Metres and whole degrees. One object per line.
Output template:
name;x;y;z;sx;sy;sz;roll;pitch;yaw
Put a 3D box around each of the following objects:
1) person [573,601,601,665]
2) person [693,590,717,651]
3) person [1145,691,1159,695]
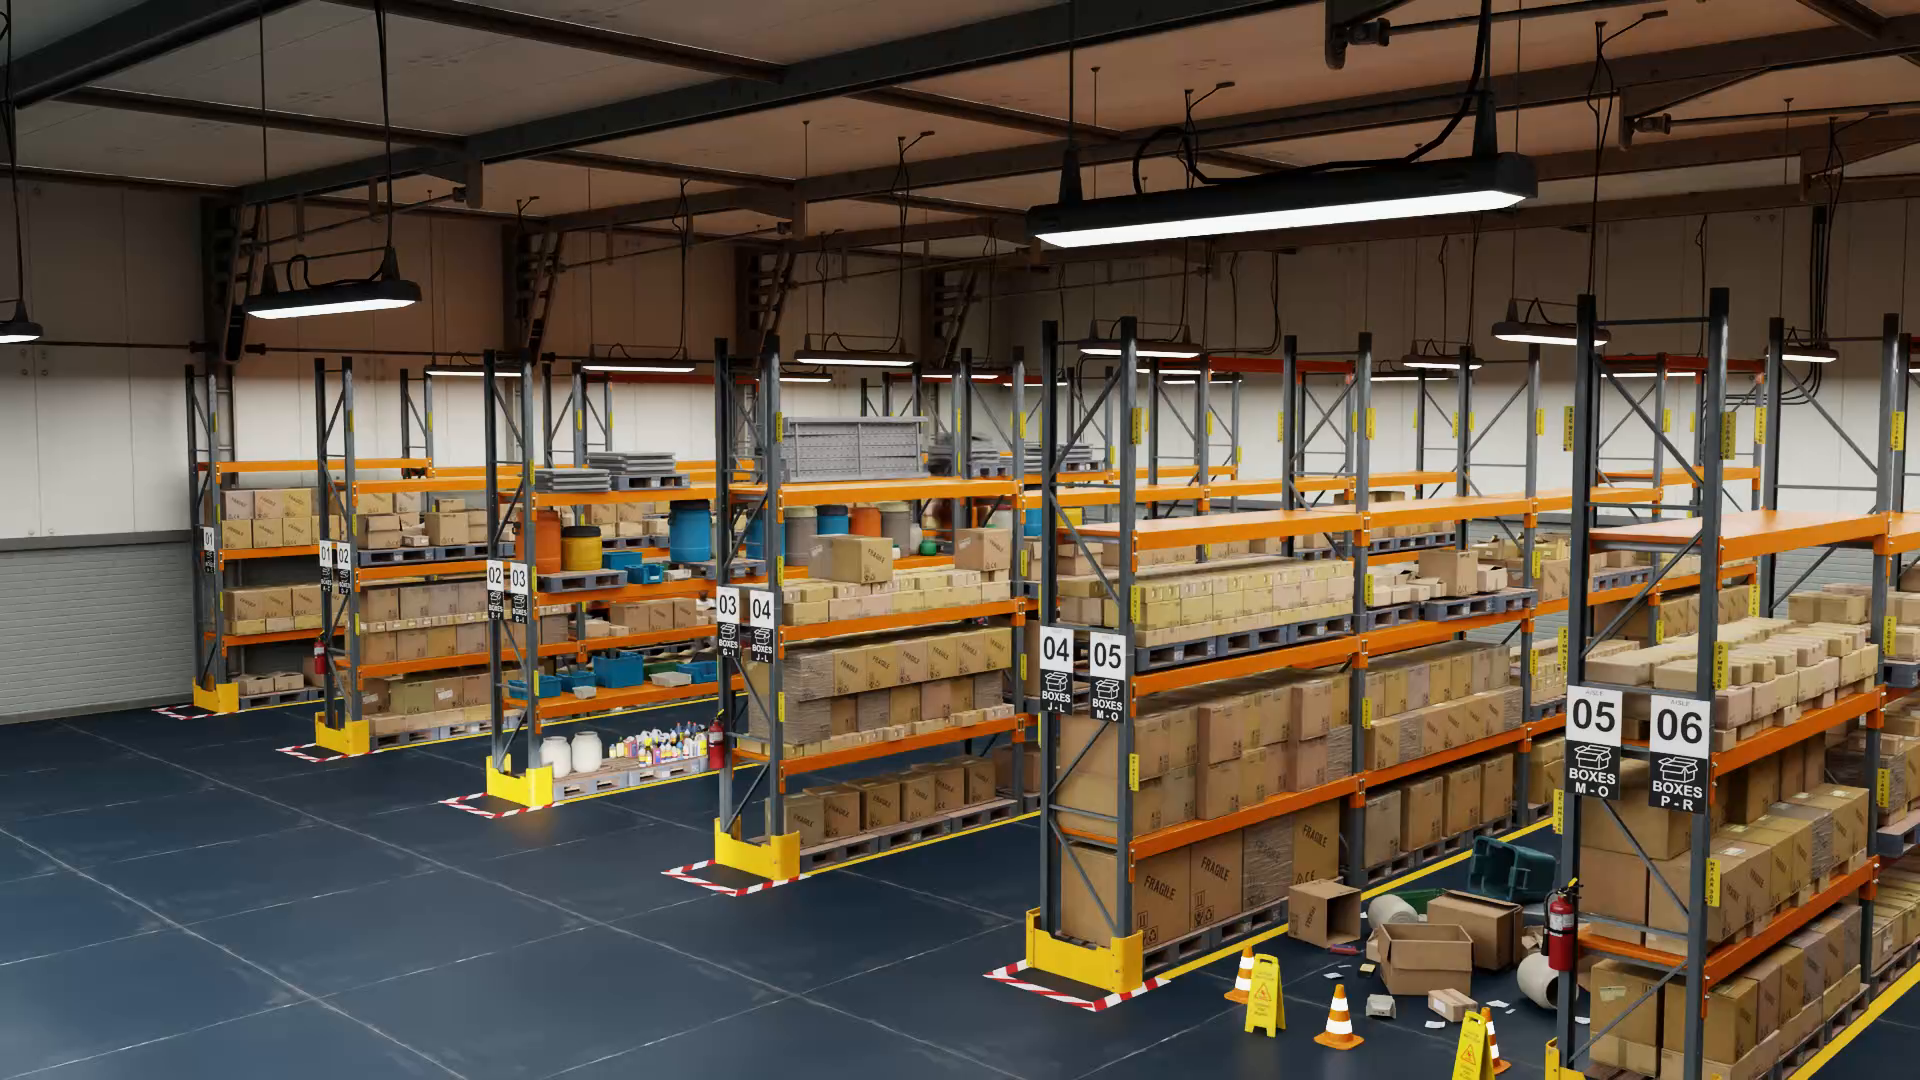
person;-6.876;1.983;30.697;0.532;1.788;0.576;1;4;10
person;-5.041;1.764;32.902;0.620;1.785;0.479;-1;4;-10
person;2.481;2.677;21.725;0.401;1.701;0.556;1;5;18
